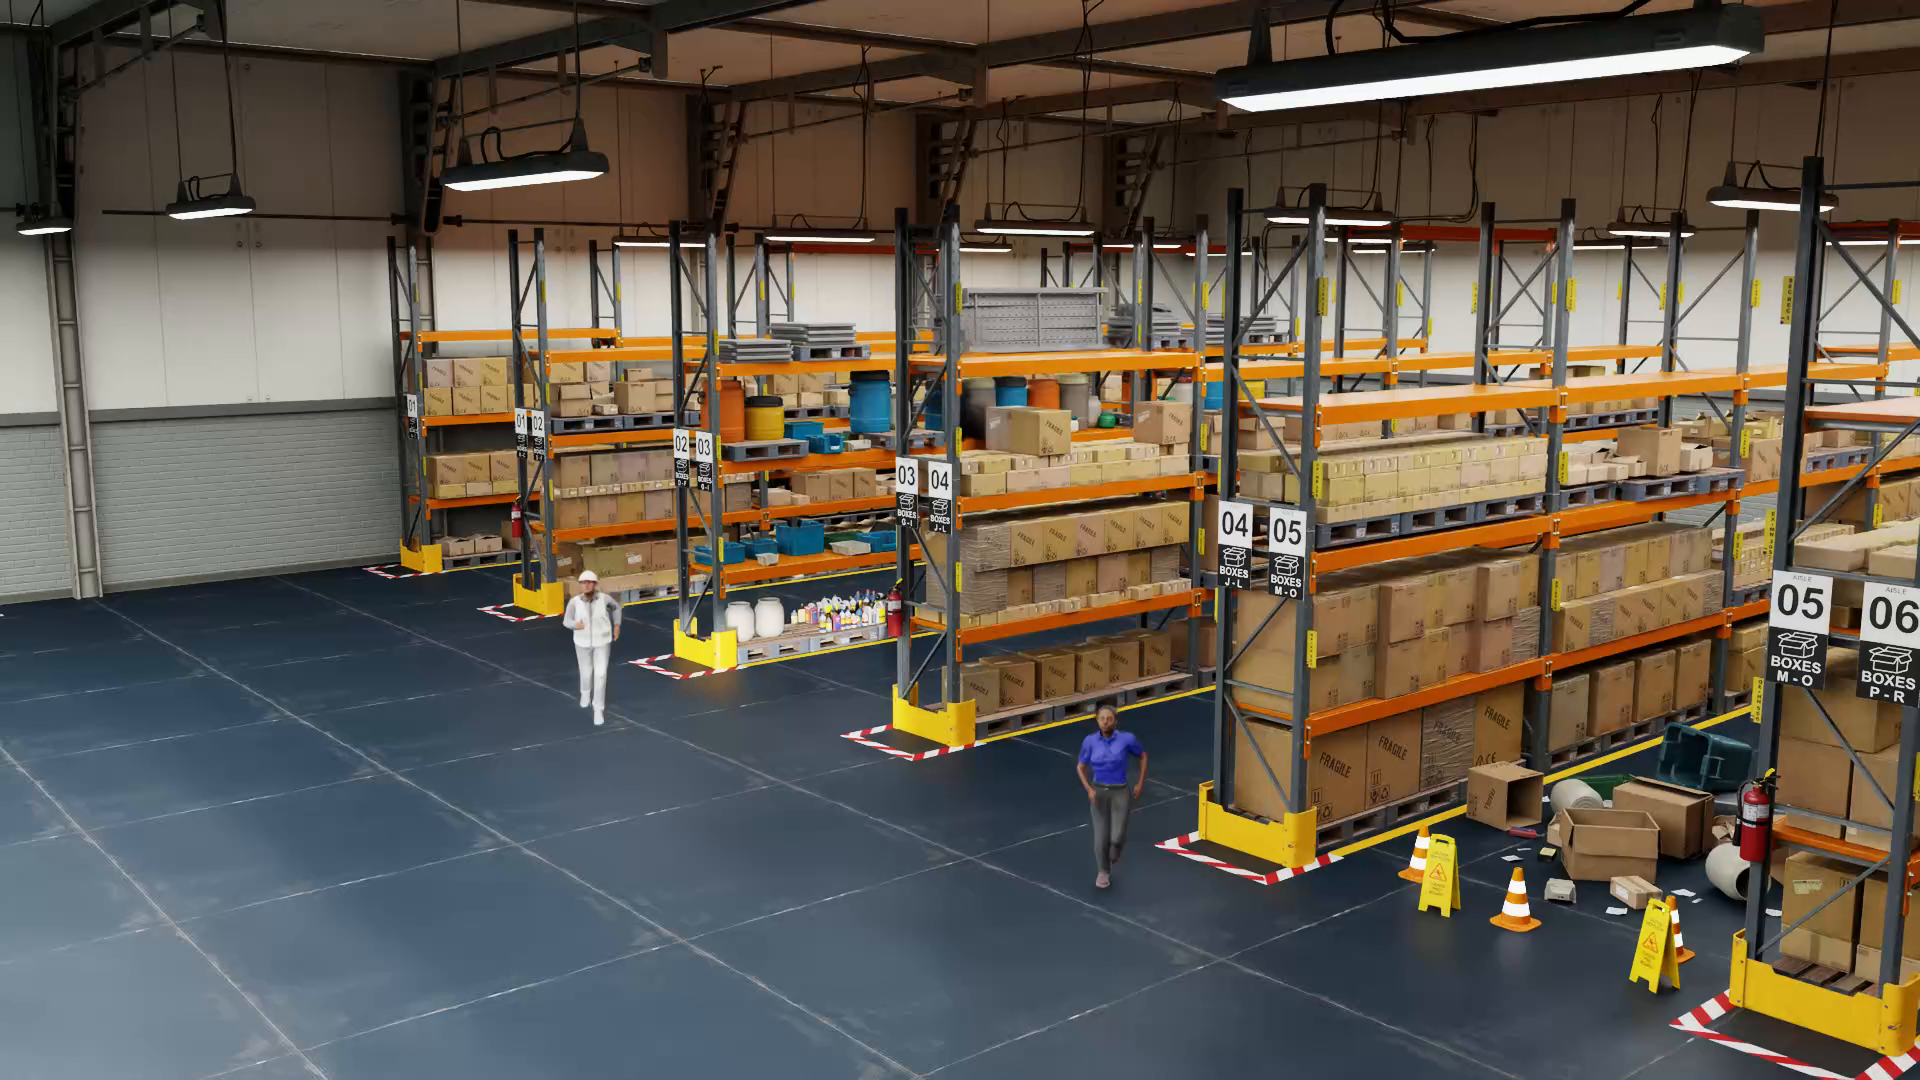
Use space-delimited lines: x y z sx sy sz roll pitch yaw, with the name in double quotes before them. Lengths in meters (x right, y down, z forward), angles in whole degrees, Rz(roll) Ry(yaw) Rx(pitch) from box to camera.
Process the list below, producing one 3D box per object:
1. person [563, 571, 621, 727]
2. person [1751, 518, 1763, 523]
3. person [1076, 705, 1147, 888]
"person" -4.390 1.246 19.896 0.664 1.812 0.939 -1 9 -7
"person" 12.158 0.475 25.399 0.799 1.654 0.617 -8 12 -41
"person" 1.299 2.200 14.298 0.597 1.609 0.622 1 9 9
